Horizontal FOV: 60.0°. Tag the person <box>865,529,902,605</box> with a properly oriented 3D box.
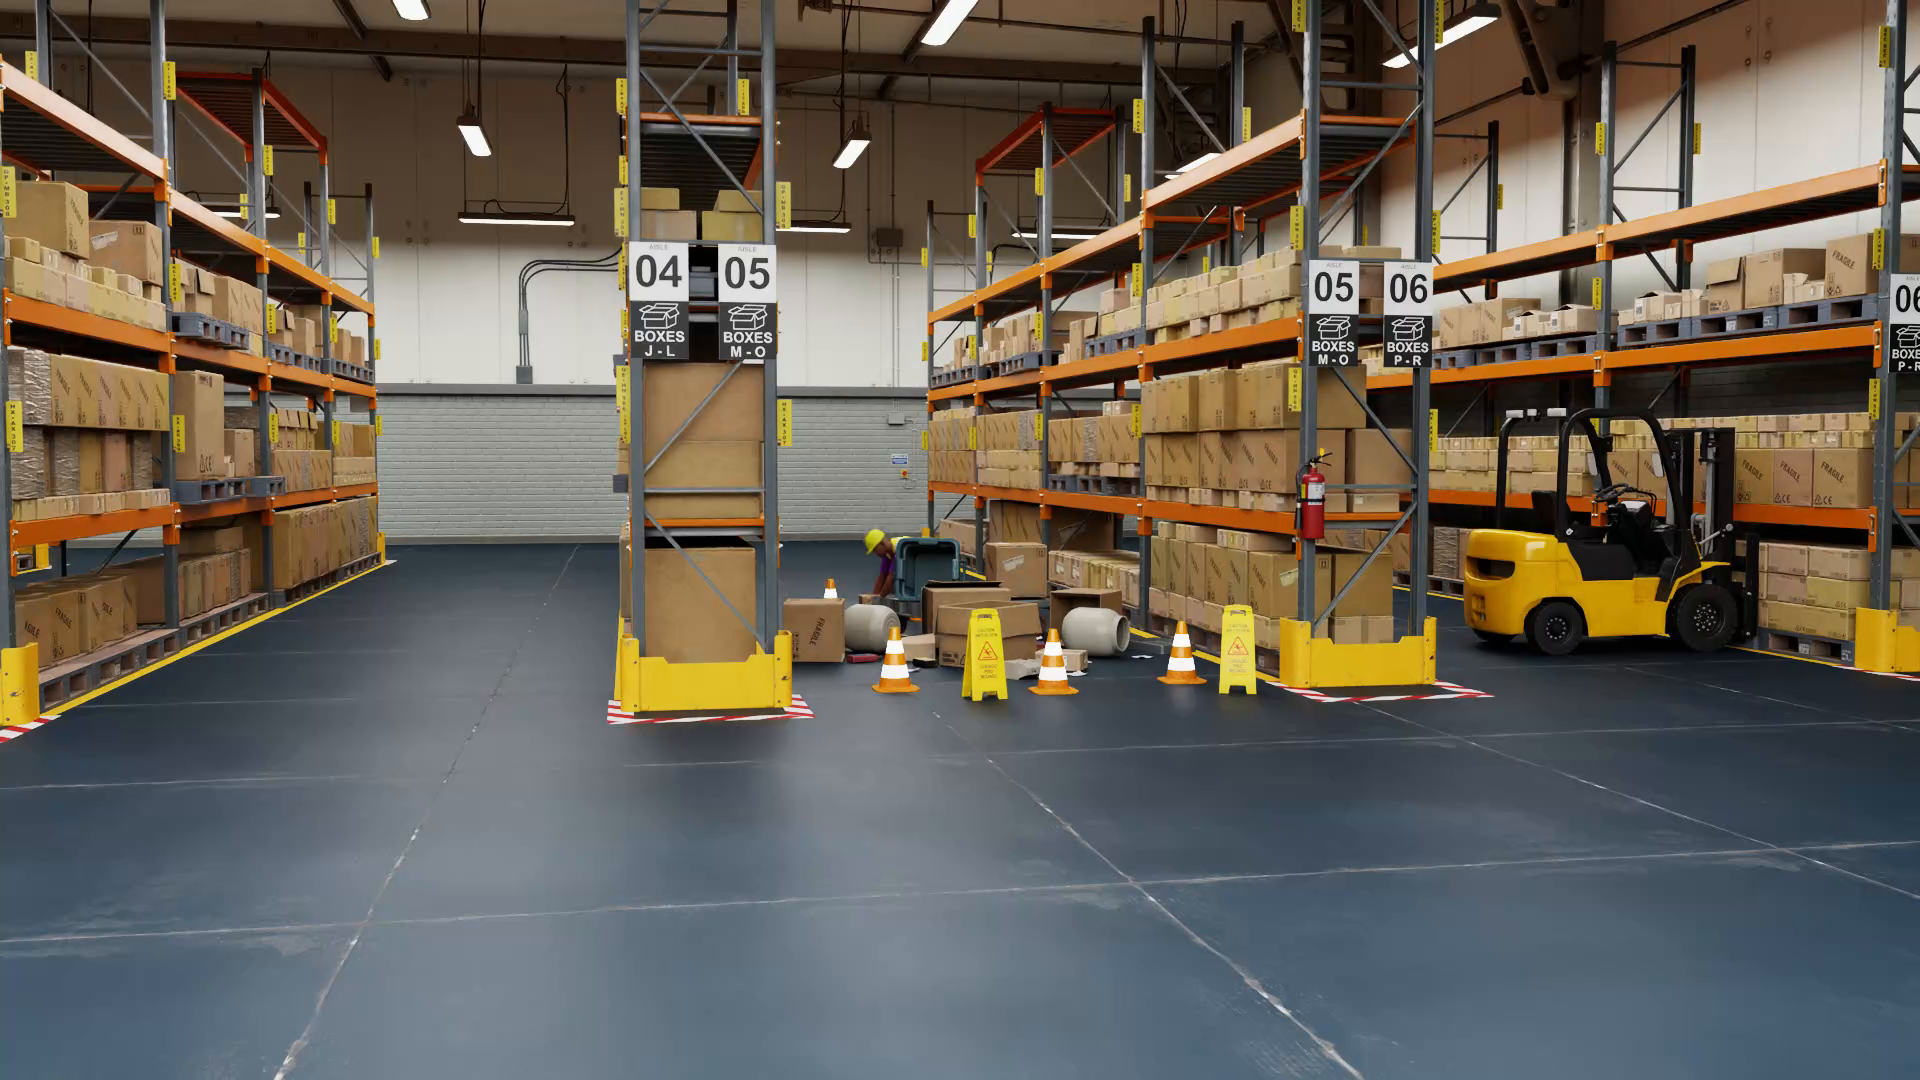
[{"bbox_3d":[-0.592,0.363,17.697,0.904,0.962,0.568,-1,3,-11],"label":"person"}]
